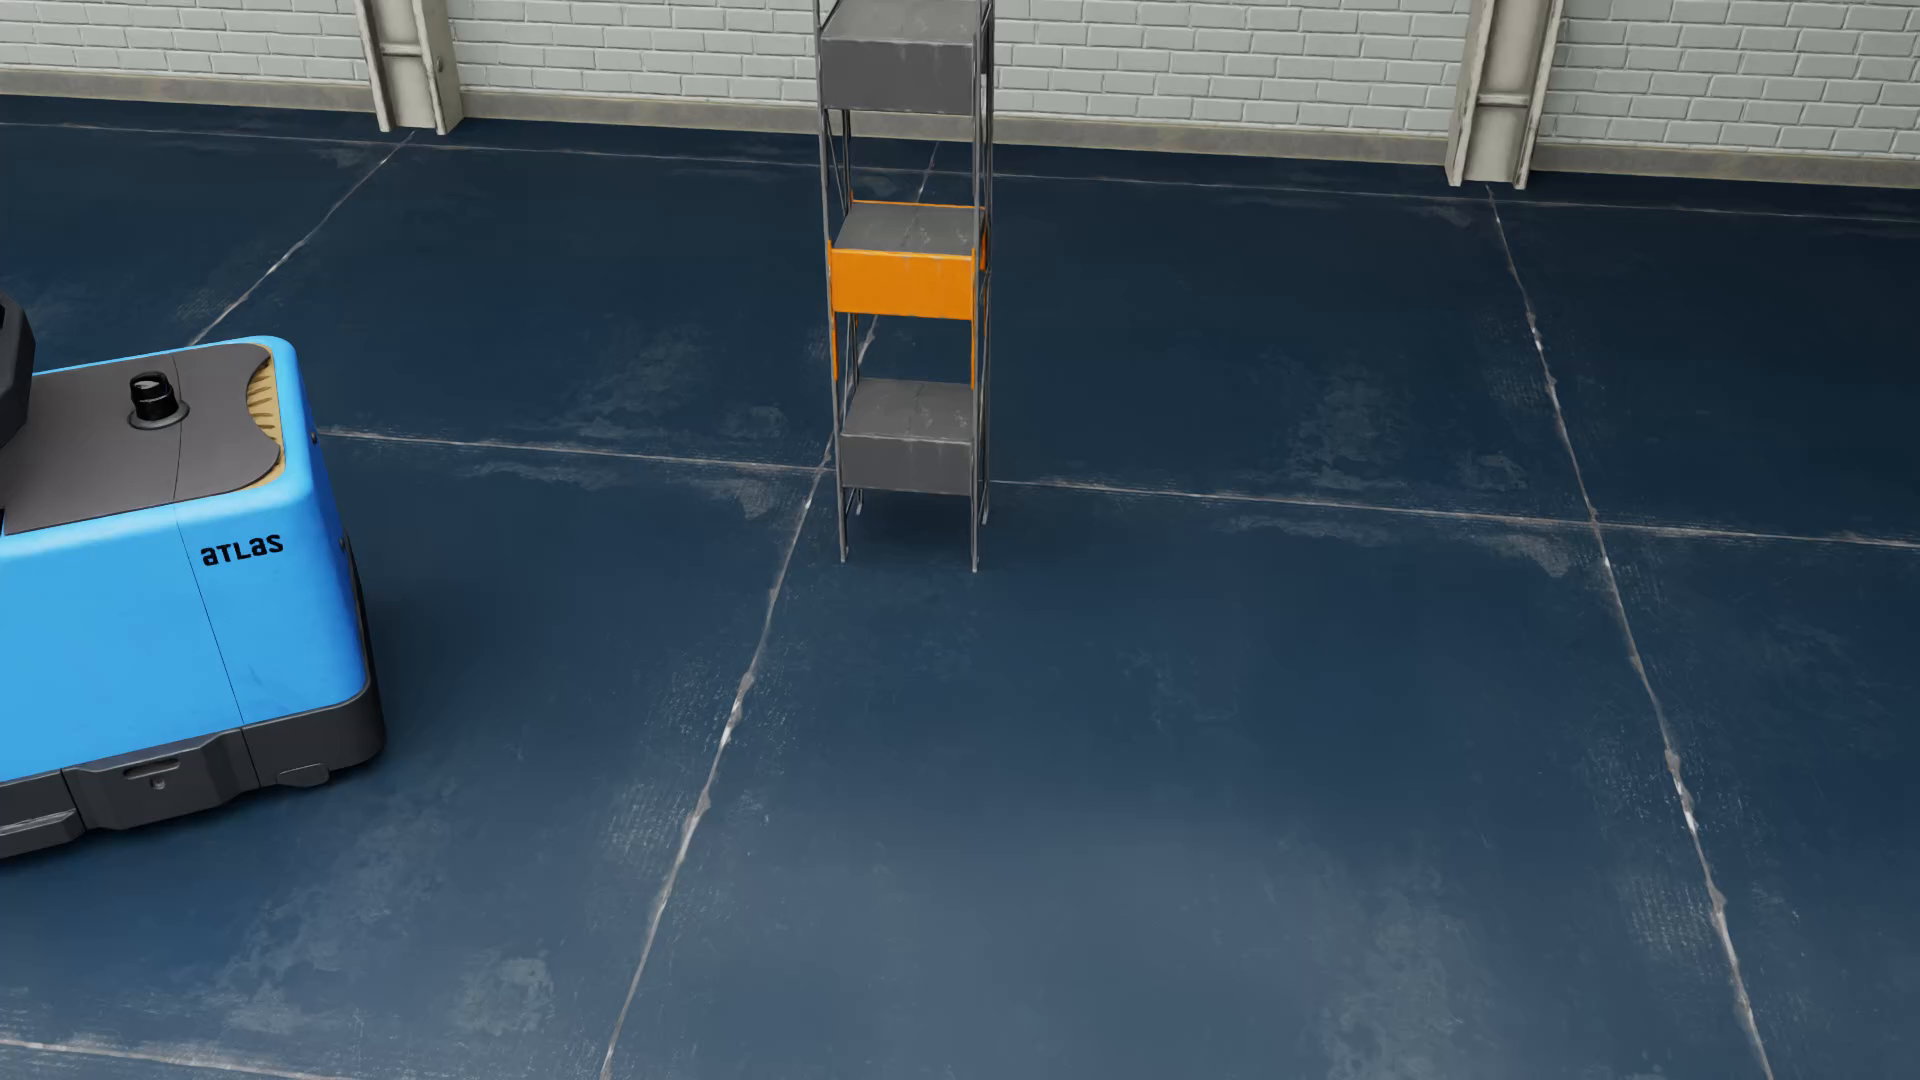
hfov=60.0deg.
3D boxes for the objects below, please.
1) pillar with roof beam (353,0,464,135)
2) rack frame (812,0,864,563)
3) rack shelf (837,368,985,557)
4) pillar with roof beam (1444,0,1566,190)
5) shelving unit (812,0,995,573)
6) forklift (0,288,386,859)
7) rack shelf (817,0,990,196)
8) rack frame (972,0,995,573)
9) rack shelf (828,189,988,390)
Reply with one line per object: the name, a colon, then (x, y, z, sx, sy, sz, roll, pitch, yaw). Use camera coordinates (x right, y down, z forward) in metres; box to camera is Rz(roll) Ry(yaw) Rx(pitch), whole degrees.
pillar with roof beam: (-3.658, -3.599, 3.546, 0.400, 9.000, 9.100, 4, 36, 6)
rack frame: (-0.406, -0.885, 5.683, 0.015, 2.100, 0.400, 4, 36, 6)
rack shelf: (-0.164, -0.286, 6.072, 0.480, 0.518, 0.431, 4, 36, 6)
pillar with roof beam: (2.293, -3.155, 2.924, 0.400, 9.000, 9.100, 4, 36, 6)
shelving unit: (-0.164, -0.867, 5.657, 0.503, 2.100, 0.431, 4, 36, 6)
forklift: (-3.379, -0.421, 4.317, 3.031, 2.935, 1.130, -13, 37, -17)
rack shelf: (-0.164, -1.426, 5.258, 0.480, 0.518, 0.431, 4, 36, 6)
rack frame: (0.078, -0.849, 5.632, 0.015, 2.100, 0.400, 4, 36, 6)
rack shelf: (-0.164, -0.856, 5.665, 0.480, 0.518, 0.431, 4, 36, 6)
